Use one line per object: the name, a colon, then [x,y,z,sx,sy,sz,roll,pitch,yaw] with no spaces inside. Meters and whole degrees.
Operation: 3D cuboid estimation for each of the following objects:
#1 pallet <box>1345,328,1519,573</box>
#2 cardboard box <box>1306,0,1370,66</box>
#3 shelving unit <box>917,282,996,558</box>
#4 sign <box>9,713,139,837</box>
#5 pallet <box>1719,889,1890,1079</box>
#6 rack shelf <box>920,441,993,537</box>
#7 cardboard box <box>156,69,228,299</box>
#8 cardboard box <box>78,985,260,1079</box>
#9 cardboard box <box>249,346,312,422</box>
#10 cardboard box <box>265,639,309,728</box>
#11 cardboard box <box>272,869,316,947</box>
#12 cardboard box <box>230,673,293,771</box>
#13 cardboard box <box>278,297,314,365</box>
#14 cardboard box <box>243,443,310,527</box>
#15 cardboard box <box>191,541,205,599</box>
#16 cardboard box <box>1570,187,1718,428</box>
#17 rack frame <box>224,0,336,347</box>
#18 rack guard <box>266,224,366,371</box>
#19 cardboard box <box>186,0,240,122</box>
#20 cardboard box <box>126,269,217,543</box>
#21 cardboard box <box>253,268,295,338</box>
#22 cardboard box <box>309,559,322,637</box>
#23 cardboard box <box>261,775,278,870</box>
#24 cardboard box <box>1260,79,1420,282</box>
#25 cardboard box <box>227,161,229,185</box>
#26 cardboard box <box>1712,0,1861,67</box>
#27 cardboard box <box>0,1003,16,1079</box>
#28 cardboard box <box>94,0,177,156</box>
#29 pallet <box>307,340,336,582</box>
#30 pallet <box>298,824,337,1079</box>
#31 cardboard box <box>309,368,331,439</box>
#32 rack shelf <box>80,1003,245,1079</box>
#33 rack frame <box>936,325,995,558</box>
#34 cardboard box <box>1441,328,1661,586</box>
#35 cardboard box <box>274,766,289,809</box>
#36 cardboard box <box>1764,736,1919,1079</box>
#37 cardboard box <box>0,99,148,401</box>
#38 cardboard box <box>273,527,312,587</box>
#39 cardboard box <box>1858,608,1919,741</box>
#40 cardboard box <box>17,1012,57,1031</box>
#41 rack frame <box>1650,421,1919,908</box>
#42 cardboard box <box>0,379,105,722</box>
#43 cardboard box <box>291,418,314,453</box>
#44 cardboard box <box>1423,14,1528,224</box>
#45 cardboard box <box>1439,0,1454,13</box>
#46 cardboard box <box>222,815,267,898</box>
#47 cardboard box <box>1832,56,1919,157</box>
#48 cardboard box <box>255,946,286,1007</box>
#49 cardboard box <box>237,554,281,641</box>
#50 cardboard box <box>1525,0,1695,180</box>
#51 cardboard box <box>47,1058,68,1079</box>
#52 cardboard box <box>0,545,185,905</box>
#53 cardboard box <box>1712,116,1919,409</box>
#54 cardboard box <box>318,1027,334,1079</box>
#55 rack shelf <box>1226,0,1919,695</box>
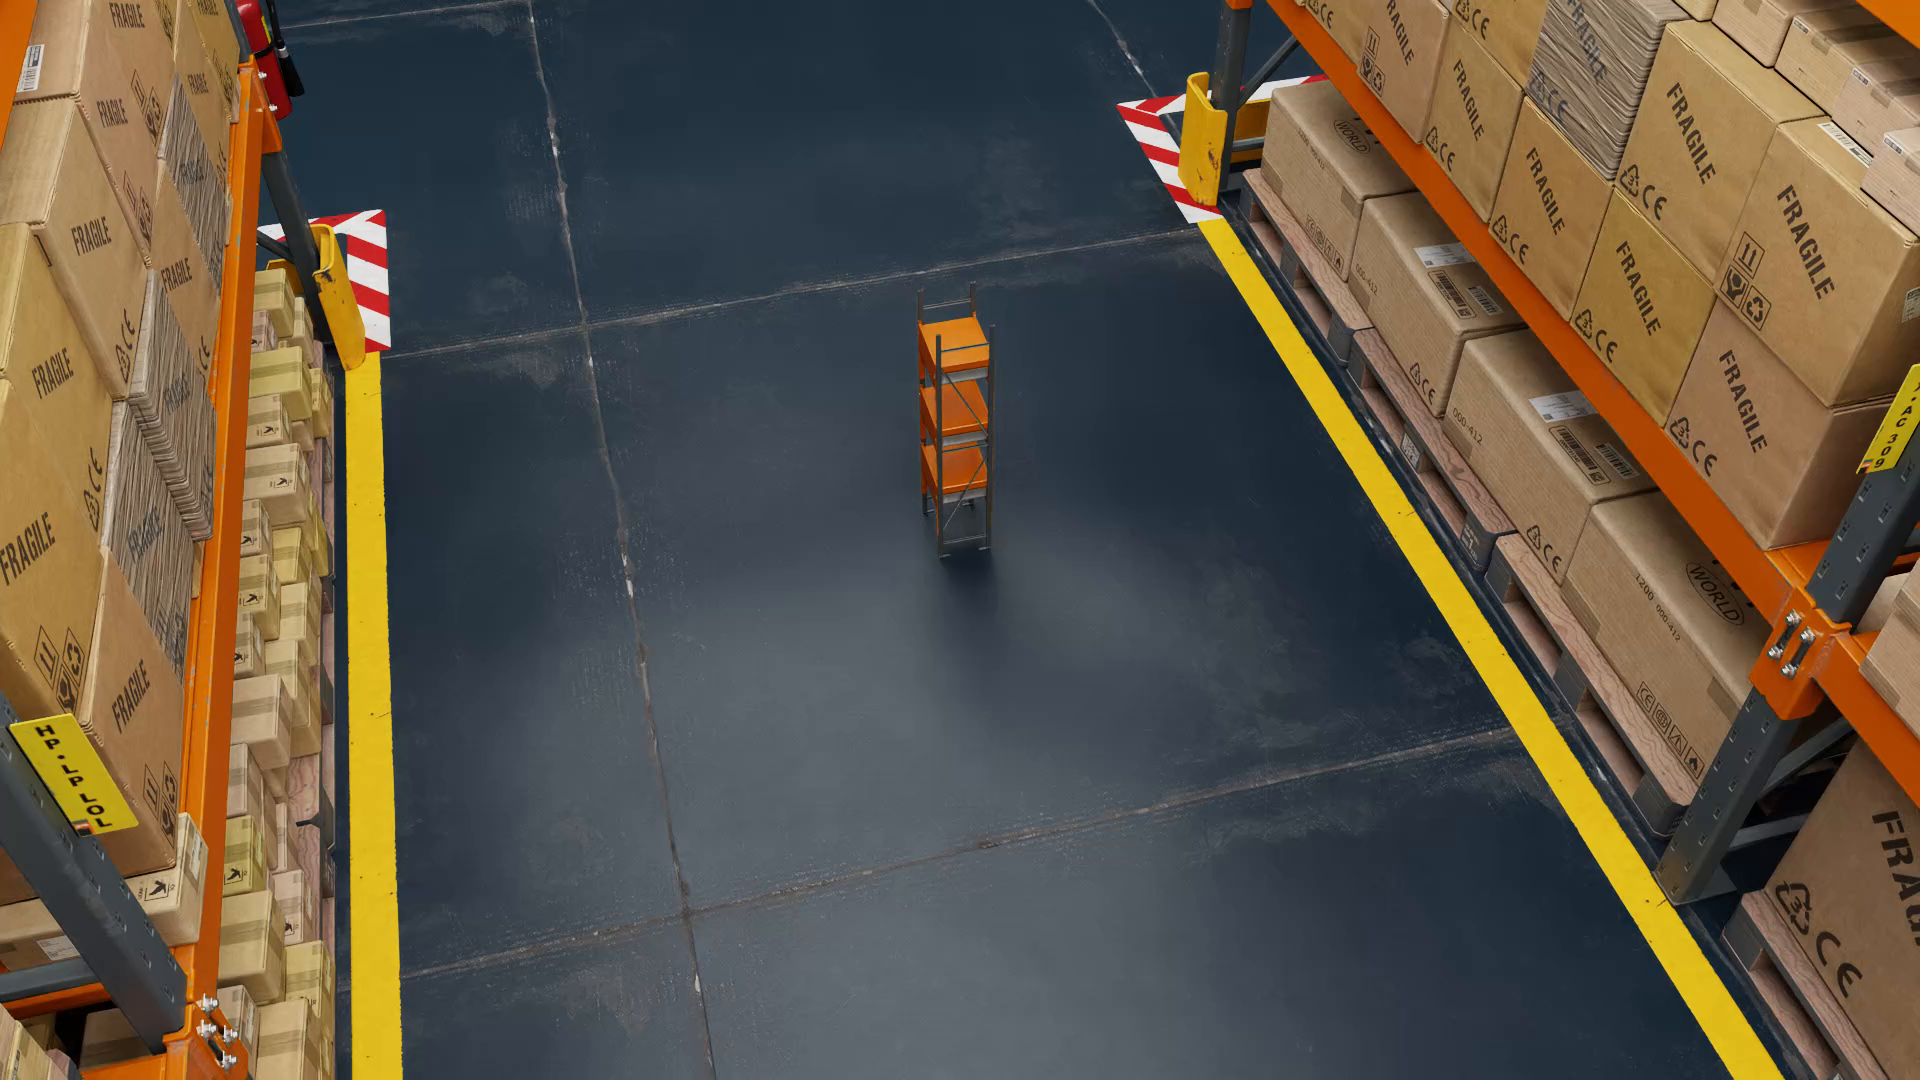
pallet: [2.232,-0.455,6.548,1.003,0.211,1.213,-11,47,-10]
cardboard box: [1.645,-2.116,6.154,0.500,0.500,0.500,-11,47,-11]
shelving unit: [-0.014,-0.404,5.911,0.215,1.050,0.252,-11,47,-10]
sign: [-1.556,0.418,2.929,0.100,0.325,0.005,-11,47,-10]
pallet: [2.938,1.447,4.684,1.003,0.211,1.213,-11,47,-10]
rack shelf: [-0.014,-0.202,6.117,0.215,0.259,0.240,-11,47,-10]
cardboard box: [-2.486,-1.005,4.857,0.500,0.500,0.500,-11,47,-10]
cardboard box: [-1.980,1.294,4.167,0.380,0.149,0.250,-9,46,-9]
cardboard box: [-2.537,-0.533,5.958,0.380,0.149,0.250,-12,47,-11]
cardboard box: [-2.241,0.478,5.175,0.380,0.149,0.250,-11,47,-11]
cardboard box: [-2.057,1.122,4.752,0.380,0.149,0.250,-11,47,-11]
cardboard box: [-2.180,0.561,4.886,0.380,0.149,0.250,-10,46,-9]
cardboard box: [-2.705,-0.775,6.403,0.380,0.149,0.250,-12,47,-11]
cardboard box: [-2.410,-0.167,5.599,0.380,0.149,0.250,-9,46,-9]
cardboard box: [-2.170,0.046,4.281,0.380,0.149,0.250,-10,46,-10]
cardboard box: [2.164,-0.710,4.776,0.500,0.500,0.500,-12,47,-11]
rack frame: [-3.116,-1.834,5.947,1.000,3.000,0.127,-11,47,-10]
rack guard: [-3.096,-0.907,6.789,1.175,0.500,0.348,-11,47,-10]
cardboard box: [-2.752,-1.710,5.548,0.500,0.500,0.500,-10,46,-9]
cardboard box: [-2.203,-0.295,4.160,0.500,0.500,0.500,-12,47,-11]
cardboard box: [-2.735,-0.873,6.290,0.380,0.149,0.250,-10,46,-10]
cardboard box: [-2.379,0.224,5.632,0.380,0.149,0.250,-10,46,-10]
cardboard box: [-2.190,0.858,4.802,0.380,0.149,0.250,-13,47,-12]
cardboard box: [1.909,-1.622,7.239,0.875,0.438,0.875,-12,47,-12]
cardboard box: [-2.653,-1.224,5.525,0.380,0.149,0.250,-11,47,-11]
cardboard box: [2.182,-1.361,4.260,0.380,0.149,0.250,-11,47,-11]
cardboard box: [-1.800,0.901,2.732,0.380,0.149,0.250,-9,46,-8]
cardboard box: [-2.487,-1.346,4.490,0.500,0.500,0.500,-9,46,-8]
pallet: [-2.923,-0.239,6.336,1.003,0.211,1.213,-11,47,-10]
pallet: [-2.298,1.446,4.685,1.003,0.211,1.213,-11,47,-10]
cardboard box: [-2.616,-0.499,6.341,0.380,0.149,0.250,-9,46,-9]
rack shelf: [-1.580,2.560,2.145,1.077,0.370,4.000,-11,47,-10]
rack frame: [0.018,-0.320,5.829,0.200,1.050,0.008,-11,47,-10]
cardboard box: [2.381,-0.369,6.011,0.875,0.438,0.875,-12,47,-11]
cardboard box: [-2.272,0.777,5.091,0.380,0.149,0.250,-13,47,-12]
cardboard box: [2.903,0.963,4.400,0.875,0.875,0.875,-9,46,-9]
cardboard box: [-2.218,-0.627,3.785,0.500,0.500,0.500,-10,46,-10]
cardboard box: [-2.377,0.119,5.527,0.380,0.149,0.250,-9,46,-8]
cardboard box: [2.525,0.357,3.905,0.500,0.250,0.500,-12,47,-11]
cardboard box: [-2.538,1.203,4.257,0.380,0.149,0.250,-10,46,-10]
rack frame: [2.667,-0.048,4.196,1.000,3.000,0.127,-11,47,-10]
cardboard box: [-1.972,0.082,3.091,0.500,0.500,0.500,-10,46,-9]
cardboard box: [-2.570,-0.417,6.052,0.380,0.149,0.250,-12,47,-12]
cardboard box: [1.902,-1.419,5.470,0.500,0.500,0.500,-9,46,-9]
cardboard box: [1.769,-2.101,5.439,0.500,0.500,0.500,-11,47,-11]
cardboard box: [-2.105,0.928,4.526,0.380,0.149,0.250,-11,47,-11]
cardboard box: [2.318,-1.016,3.921,0.380,0.149,0.250,-10,46,-9]
cardboard box: [-2.027,1.207,4.461,0.380,0.149,0.250,-10,46,-10]
cardboard box: [-2.355,0.211,5.229,0.380,0.149,0.250,-10,47,-10]
cardboard box: [2.018,-1.409,4.761,0.500,0.500,0.500,-10,46,-10]
cardboard box: [-1.799,1.106,2.948,0.380,0.149,0.250,-12,47,-11]
cardboard box: [-1.975,0.400,3.479,0.500,0.500,0.500,-11,47,-11]
cardboard box: [2.280,-0.708,4.073,0.500,0.500,0.500,-11,47,-11]
cardboard box: [-1.875,1.468,4.413,0.380,0.149,0.250,-13,47,-12]
rack shelf: [2.155,-1.177,5.807,1.077,0.370,4.000,-11,47,-10]
